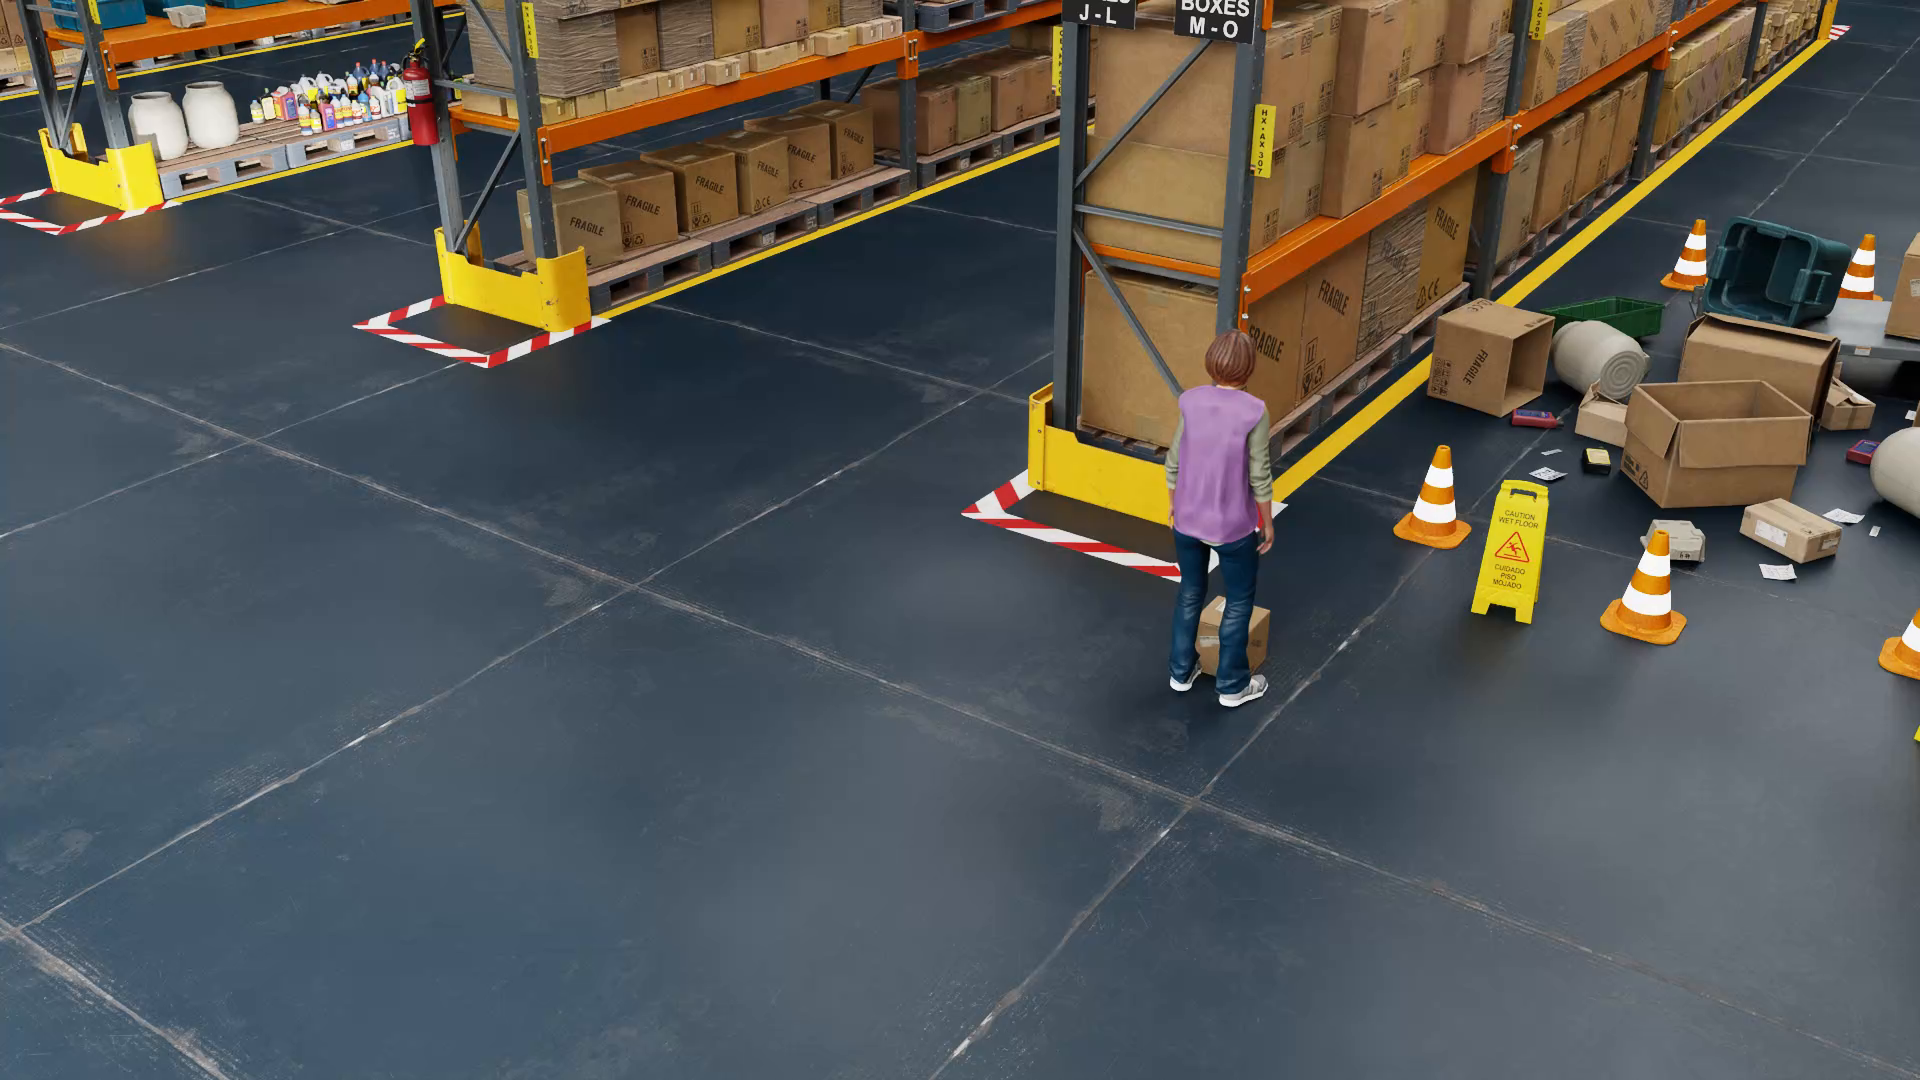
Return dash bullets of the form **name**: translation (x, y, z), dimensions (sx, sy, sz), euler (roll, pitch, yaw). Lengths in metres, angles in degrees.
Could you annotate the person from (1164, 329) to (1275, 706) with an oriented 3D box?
- **person**: translation (1.051, -0.068, 6.774), dimensions (0.476, 1.581, 0.347), euler (17, 32, 29)
